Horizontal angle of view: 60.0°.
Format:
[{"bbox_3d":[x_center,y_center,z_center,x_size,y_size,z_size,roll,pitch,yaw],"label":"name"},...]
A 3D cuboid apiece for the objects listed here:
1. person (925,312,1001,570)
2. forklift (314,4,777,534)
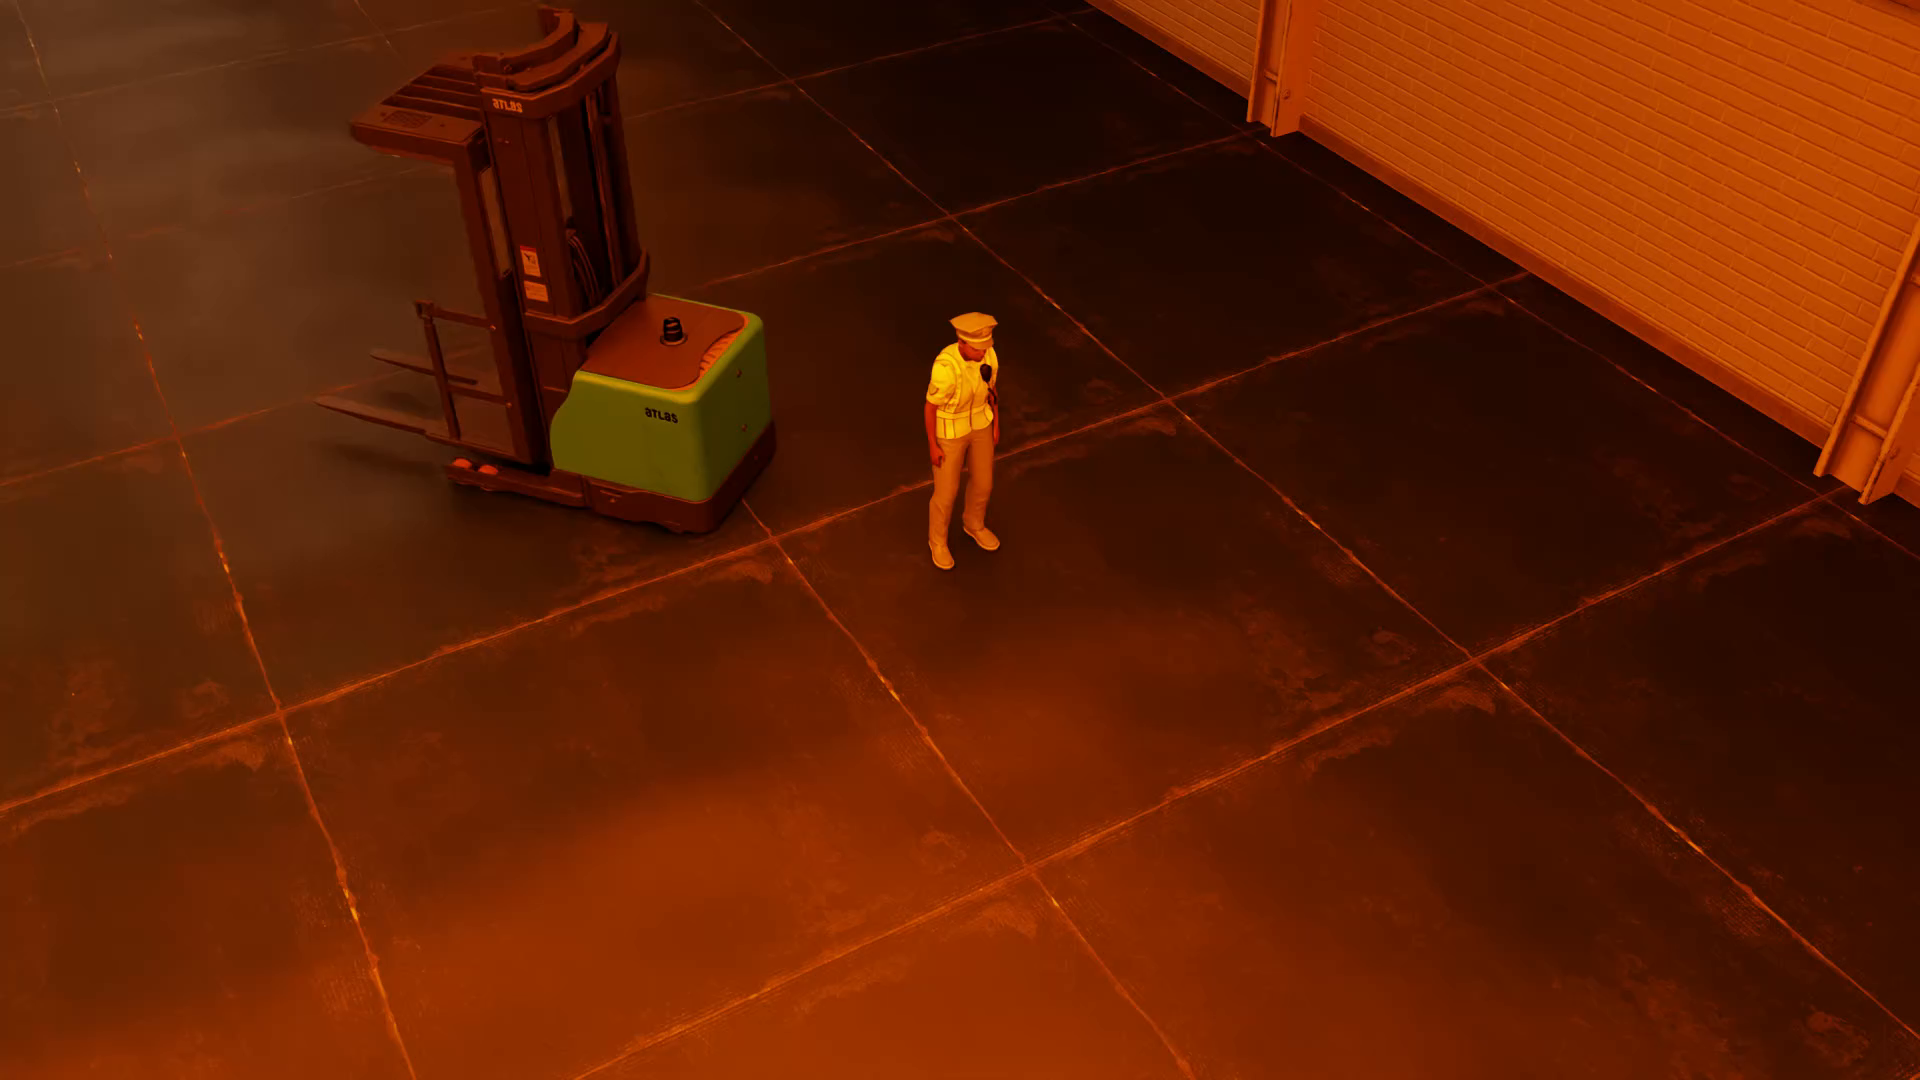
[{"bbox_3d":[0.018,-0.616,9.780,0.513,1.654,0.393,-22,44,-24],"label":"person"},{"bbox_3d":[-2.781,-1.746,10.141,3.031,2.935,1.130,13,42,16],"label":"forklift"}]
